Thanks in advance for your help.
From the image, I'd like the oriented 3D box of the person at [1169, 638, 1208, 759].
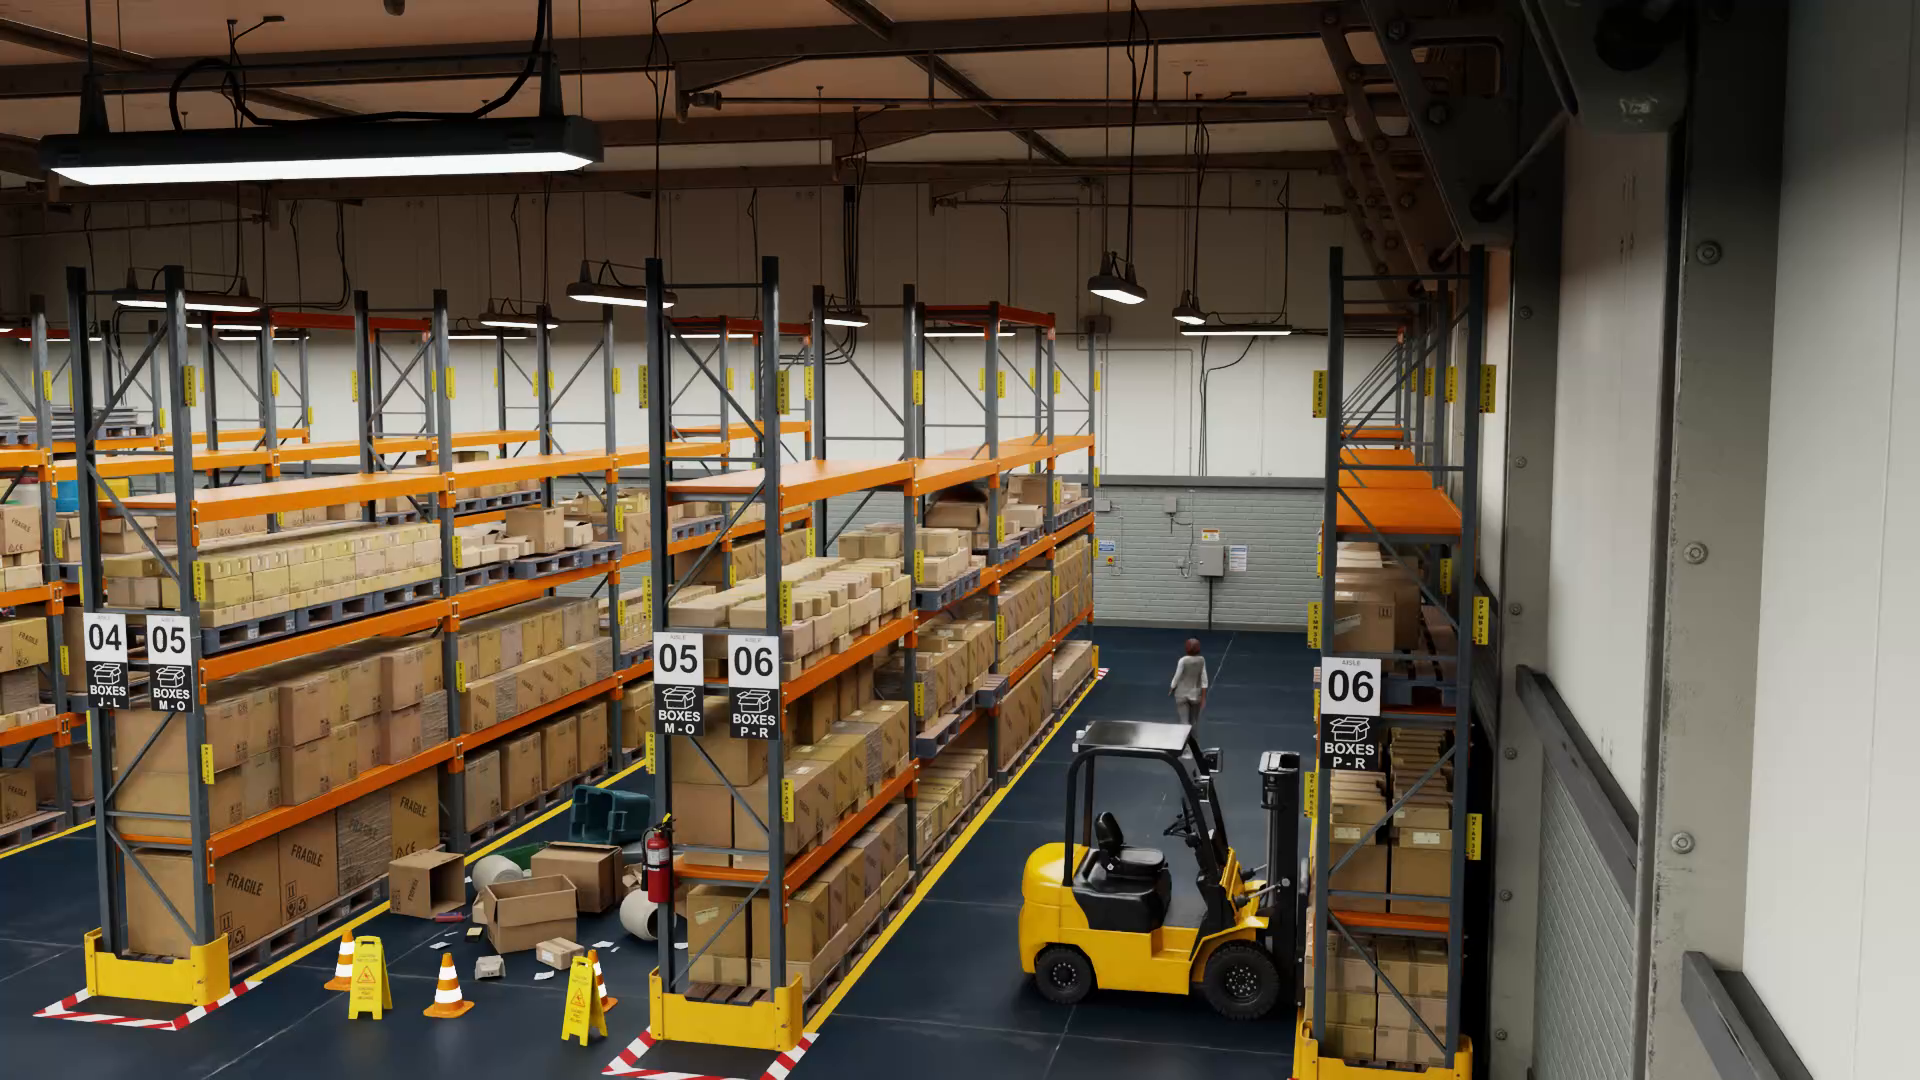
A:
[{"bbox_3d":[2.966,2.036,21.570,0.489,1.570,0.841,0,6,1],"label":"person"}]
